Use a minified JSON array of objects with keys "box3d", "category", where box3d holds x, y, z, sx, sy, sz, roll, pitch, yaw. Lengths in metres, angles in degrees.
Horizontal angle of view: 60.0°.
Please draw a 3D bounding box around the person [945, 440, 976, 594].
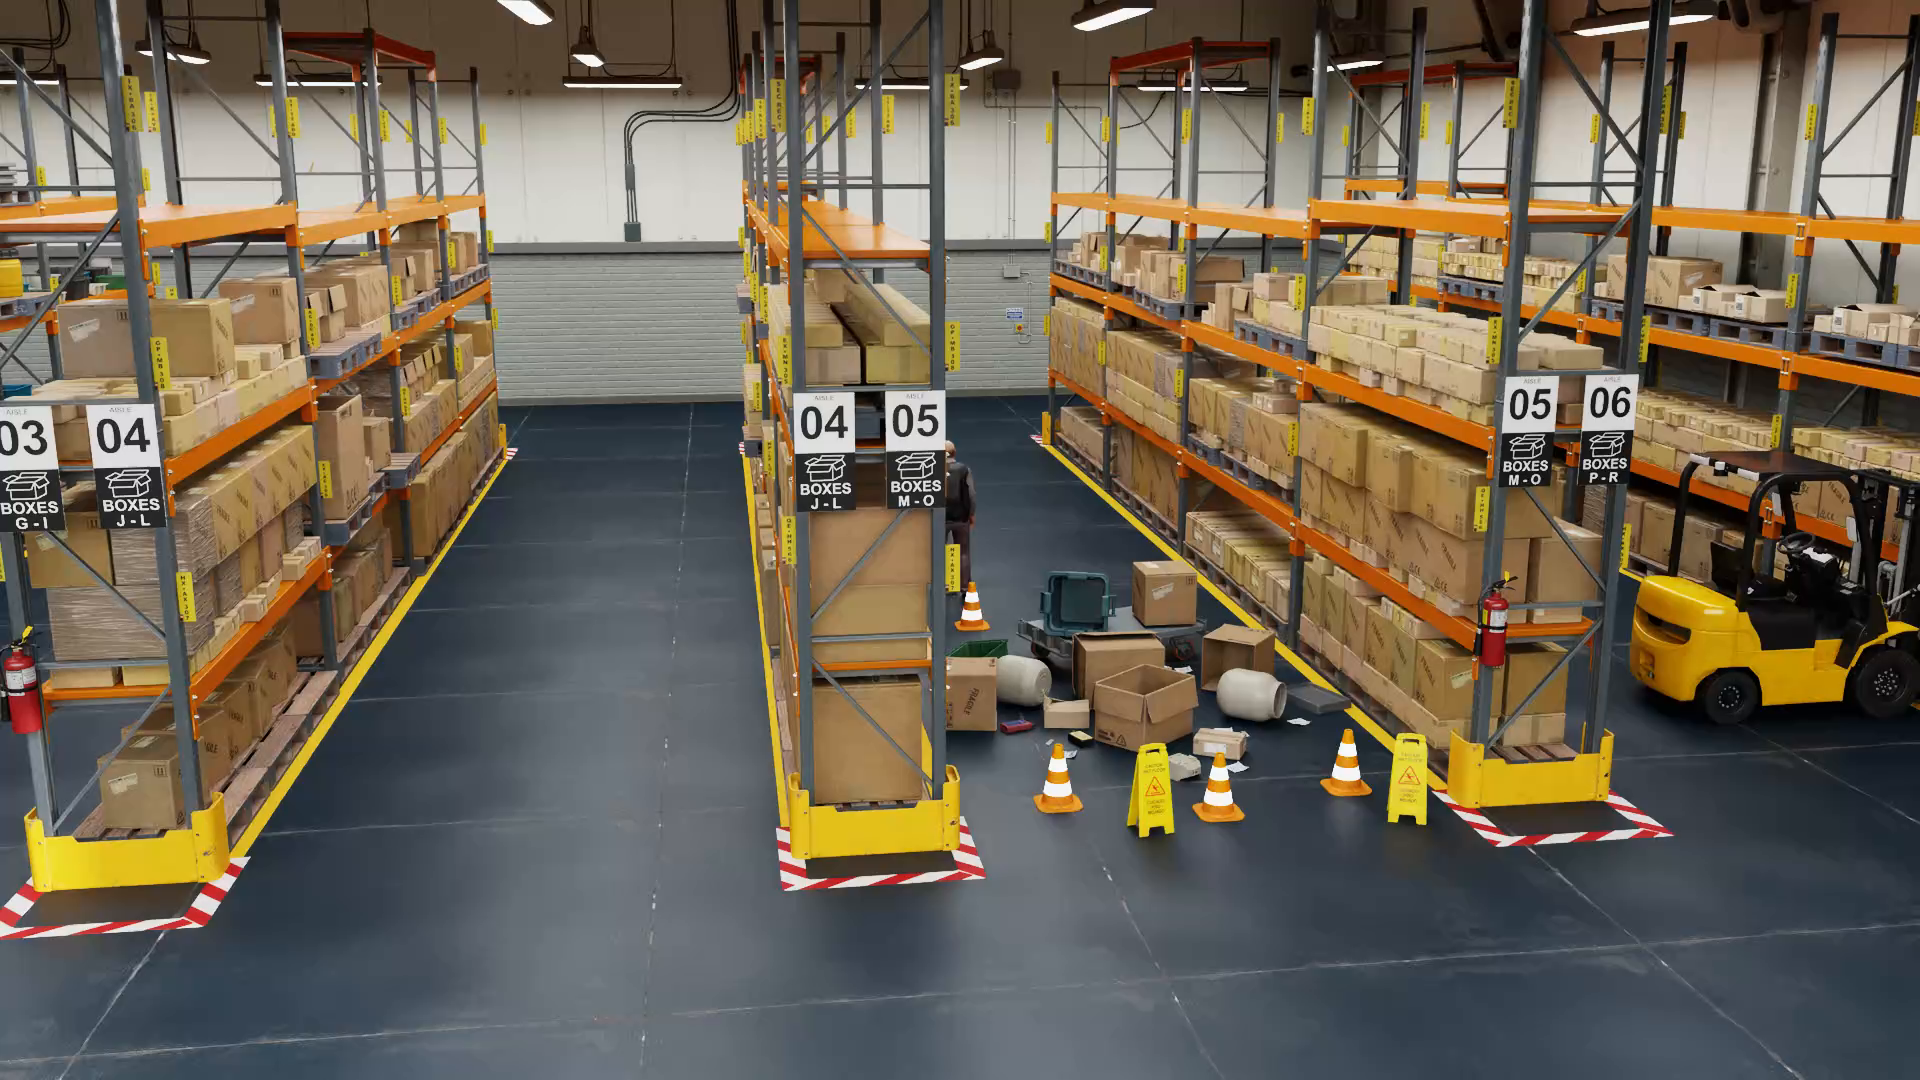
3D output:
[{"box3d":[-0.110,-0.189,17.952,0.587,1.562,0.412,-2,13,-9],"category":"person"}]
